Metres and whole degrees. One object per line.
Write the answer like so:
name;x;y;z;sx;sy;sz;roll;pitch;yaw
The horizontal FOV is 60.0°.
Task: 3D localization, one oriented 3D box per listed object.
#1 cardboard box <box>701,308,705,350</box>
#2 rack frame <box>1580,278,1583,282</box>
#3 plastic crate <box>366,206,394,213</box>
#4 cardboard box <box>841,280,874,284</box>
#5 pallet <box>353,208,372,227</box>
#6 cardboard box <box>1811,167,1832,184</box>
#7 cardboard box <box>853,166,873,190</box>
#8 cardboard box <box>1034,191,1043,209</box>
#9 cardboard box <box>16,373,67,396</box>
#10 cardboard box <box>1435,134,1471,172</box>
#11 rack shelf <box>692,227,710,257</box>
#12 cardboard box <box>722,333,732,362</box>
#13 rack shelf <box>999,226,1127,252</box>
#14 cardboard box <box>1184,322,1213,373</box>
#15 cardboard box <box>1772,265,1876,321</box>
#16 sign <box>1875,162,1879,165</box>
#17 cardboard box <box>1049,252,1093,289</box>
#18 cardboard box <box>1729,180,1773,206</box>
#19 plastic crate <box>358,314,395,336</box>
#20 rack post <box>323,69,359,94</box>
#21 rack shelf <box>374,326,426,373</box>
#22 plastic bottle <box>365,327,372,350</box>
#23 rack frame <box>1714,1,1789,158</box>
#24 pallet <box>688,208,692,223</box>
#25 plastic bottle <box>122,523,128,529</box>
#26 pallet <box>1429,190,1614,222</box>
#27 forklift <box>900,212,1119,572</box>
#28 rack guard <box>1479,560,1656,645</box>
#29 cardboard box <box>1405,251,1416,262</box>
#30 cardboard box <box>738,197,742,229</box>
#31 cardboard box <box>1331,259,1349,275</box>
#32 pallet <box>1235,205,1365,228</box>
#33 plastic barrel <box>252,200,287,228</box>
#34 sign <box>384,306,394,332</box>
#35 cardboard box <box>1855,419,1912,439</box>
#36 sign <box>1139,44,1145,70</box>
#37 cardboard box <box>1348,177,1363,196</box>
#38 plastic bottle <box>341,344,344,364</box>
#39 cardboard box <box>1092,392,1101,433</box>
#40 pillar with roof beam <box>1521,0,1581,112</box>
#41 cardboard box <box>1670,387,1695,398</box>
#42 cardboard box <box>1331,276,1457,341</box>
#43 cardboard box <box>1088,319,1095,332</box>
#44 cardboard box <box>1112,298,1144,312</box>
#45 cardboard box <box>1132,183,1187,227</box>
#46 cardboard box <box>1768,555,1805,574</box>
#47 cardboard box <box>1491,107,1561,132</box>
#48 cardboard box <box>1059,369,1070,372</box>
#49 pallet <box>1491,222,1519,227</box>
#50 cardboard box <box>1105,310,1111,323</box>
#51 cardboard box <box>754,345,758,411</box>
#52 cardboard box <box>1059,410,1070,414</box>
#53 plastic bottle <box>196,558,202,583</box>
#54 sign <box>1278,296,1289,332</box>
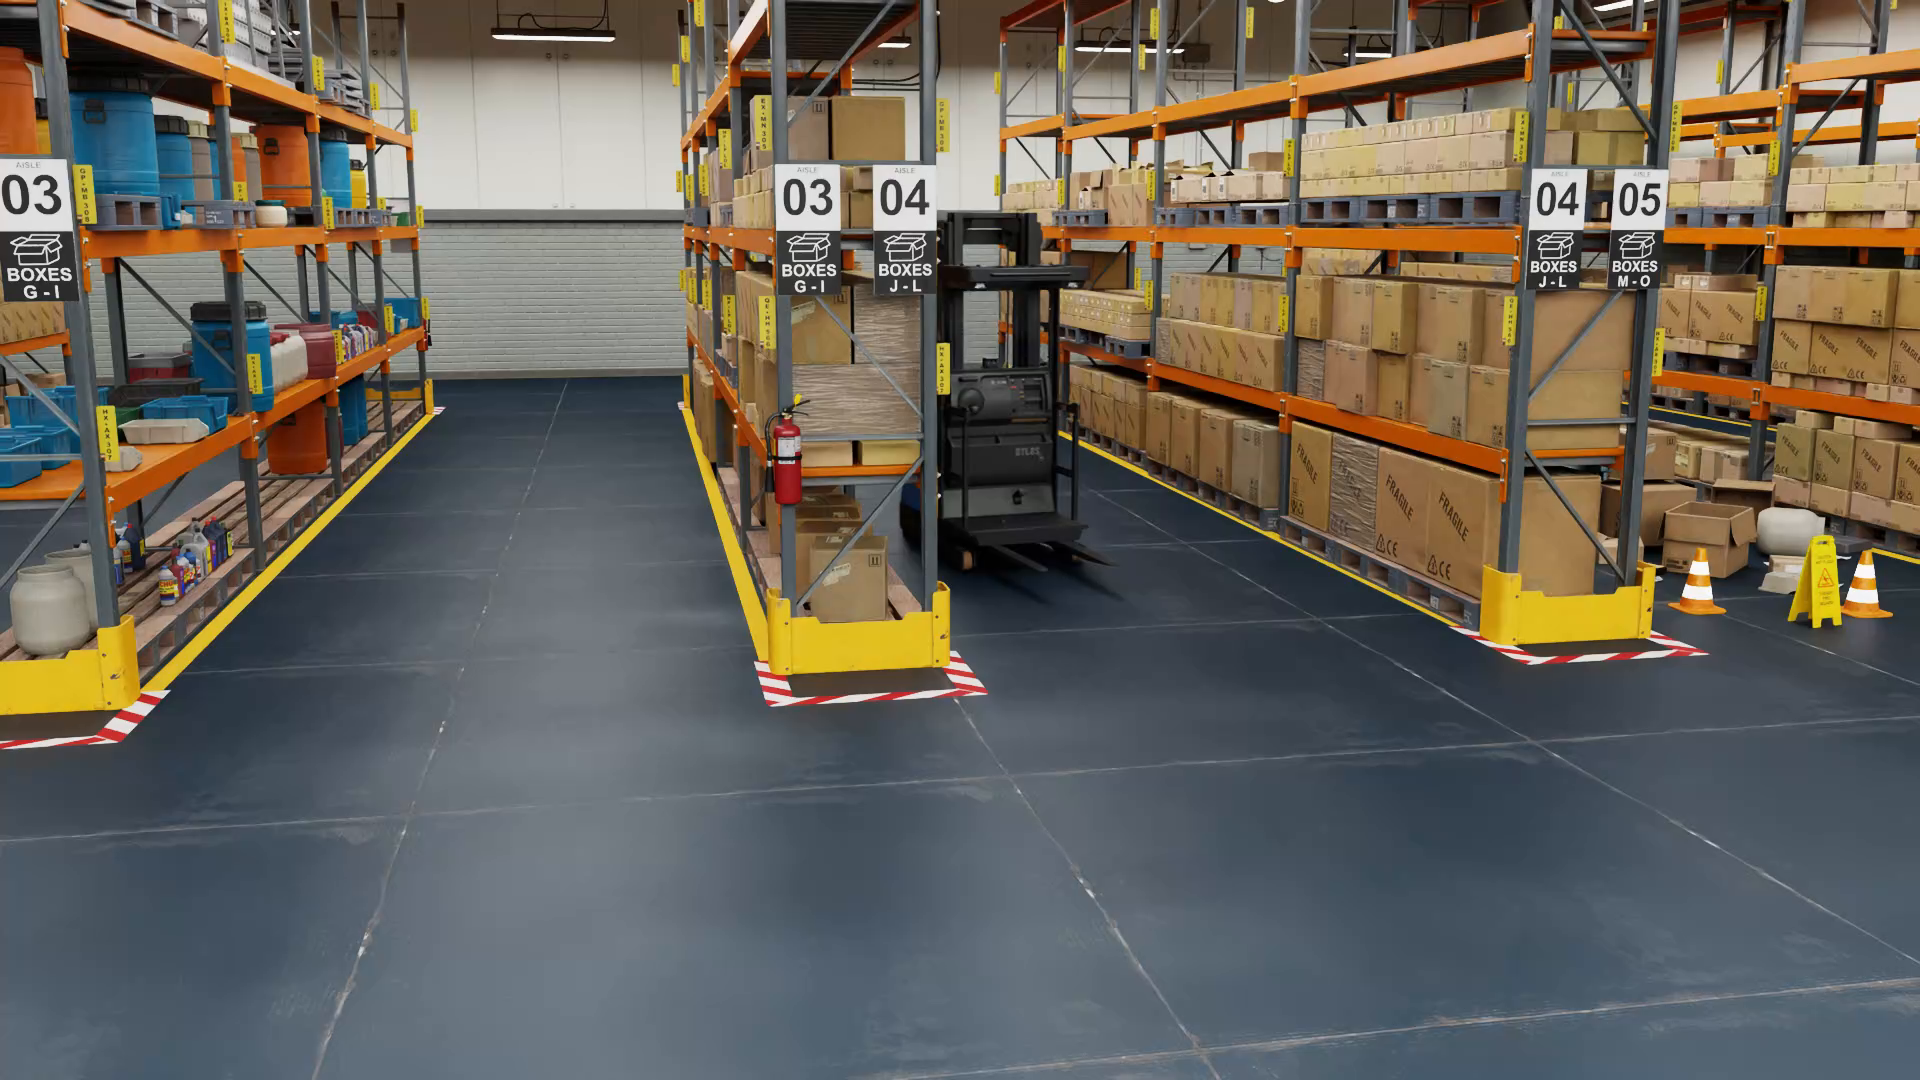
cardboard box;-2.941;-2.617;20.656;0.500;0.500;0.500;-2;11;-12
rack frame;7.518;-2.472;20.162;1.000;3.000;0.127;-2;11;-11
plastic crate;-7.812;-4.312;22.157;0.497;0.269;0.590;-2;11;-11
cardboard box;-0.577;-1.533;11.494;0.500;0.500;0.500;-2;11;-11
pallet;-7.367;-3.698;19.084;1.003;0.211;1.213;-2;11;-11
cardboard box;8.116;-3.364;15.365;0.380;0.149;0.250;-2;11;-9
cardboard box;-0.474;-2.299;10.565;0.380;0.149;0.250;-2;11;-11
cardboard box;1.369;-4.919;24.061;0.500;0.250;0.500;-2;11;-9
cardboard box;-13.129;-2.117;23.803;0.500;0.500;0.500;-2;11;-11
cardboard box;3.772;-2.779;11.967;0.500;0.250;0.500;-2;11;-11
rack shelf;-2.592;-3.599;19.982;1.077;0.370;4.000;-2;11;-11
cardboard box;-2.102;-1.928;16.584;0.500;0.250;0.500;-2;11;-13
rack shelf;1.515;-4.494;24.687;1.077;0.370;4.000;-2;11;-11
cardboard box;2.704;-2.045;17.649;0.500;0.500;0.500;-2;11;-11
cardboard box;8.169;-2.336;15.711;0.700;0.500;0.500;-2;11;-12
sign;8.827;-3.487;16.089;0.100;0.325;0.005;-2;11;-11
cardboard box;1.547;-3.770;23.243;0.500;0.500;0.500;-3;11;-13
cardboard box;8.040;-3.446;16.537;0.500;0.250;0.500;-2;11;-12
plastic crate;-7.955;-2.923;22.688;0.437;0.282;0.530;-2;11;-11
rack post;-7.706;-5.419;19.805;0.937;0.300;0.954;-2;11;-12
rack shelf;-8.228;-2.678;23.171;1.077;0.370;4.000;-2;11;-11
plastic bottle;-7.356;-2.506;20.655;0.061;0.283;0.133;-2;11;-11
rack frame;11.608;-6.334;24.407;1.000;3.000;0.127;-2;11;-11
pallet;-3.364;-4.649;23.814;1.003;0.211;1.213;-2;11;-11
plastic bottle;-6.651;0.001;13.290;0.097;0.271;0.097;0;11;0
pallet;4.084;-2.372;11.850;1.003;0.211;1.213;-2;11;-11
forklift;0.417;-1.270;14.032;1.130;2.935;3.031;-4;11;-19
rack guard;4.243;0.426;11.620;1.175;0.500;0.348;-2;11;-11
cardboard box;6.368;-4.109;24.088;0.380;0.149;0.250;-2;11;-12
cardboard box;-1.481;-2.589;13.156;0.500;0.250;0.500;-2;11;-12
cardboard box;6.089;-4.101;25.779;0.500;0.500;0.500;-2;11;-11
pallet;3.233;-3.086;15.875;0.805;0.209;1.217;-3;11;-13
plastic barrel;-6.585;-3.112;15.873;0.301;0.262;0.301;0;11;0
sign;-7.299;-2.821;21.254;0.100;0.325;0.005;-2;11;-11
cardboard box;8.268;-0.994;14.888;0.380;0.149;0.250;-1;11;-8
sign;2.447;-6.512;22.421;0.100;0.325;0.005;-2;11;-11
cardboard box;3.397;-2.880;13.562;0.380;0.149;0.250;-2;11;-12
plastic bottle;-6.944;-2.119;18.617;0.061;0.283;0.133;-2;11;-11
cardboard box;2.007;-1.648;21.393;0.500;0.500;0.500;-2;11;-10
pillar with roof beam;6.967;-7.438;30.209;9.100;9.000;0.548;-2;11;-11
cardboard box;11.212;-2.284;25.676;0.380;0.149;0.250;-2;11;-13
cardboard box;3.719;-1.978;14.279;0.875;0.550;0.550;-2;11;-11
cardboard box;1.835;-2.715;20.989;0.380;0.149;0.250;-3;11;-14
cardboard box;2.039;-2.816;19.926;0.380;0.149;0.250;-2;11;-9
cardboard box;2.322;-3.892;19.330;0.500;0.500;0.500;-2;11;-11
cardboard box;6.838;0.229;13.596;0.380;0.149;0.250;4;11;18
cardboard box;3.840;-2.853;11.289;0.380;0.149;0.250;-2;11;-10
cardboard box;1.683;-2.510;25.274;0.380;0.149;0.250;-3;11;-13
pallet;7.341;-3.969;20.509;1.213;0.211;1.003;-2;11;-8
cardboard box;1.984;-2.719;20.215;0.380;0.149;0.250;-2;11;-11
cardboard box;-1.082;-1.214;12.490;0.875;0.500;0.500;-2;11;-11
cardboard box;1.494;-1.872;23.513;0.380;0.149;0.250;-2;11;-10
plastic bottle;-5.698;0.213;12.360;0.097;0.201;0.097;0;11;0
sign;2.930;-2.048;15.050;0.100;0.325;0.005;-2;11;-11
